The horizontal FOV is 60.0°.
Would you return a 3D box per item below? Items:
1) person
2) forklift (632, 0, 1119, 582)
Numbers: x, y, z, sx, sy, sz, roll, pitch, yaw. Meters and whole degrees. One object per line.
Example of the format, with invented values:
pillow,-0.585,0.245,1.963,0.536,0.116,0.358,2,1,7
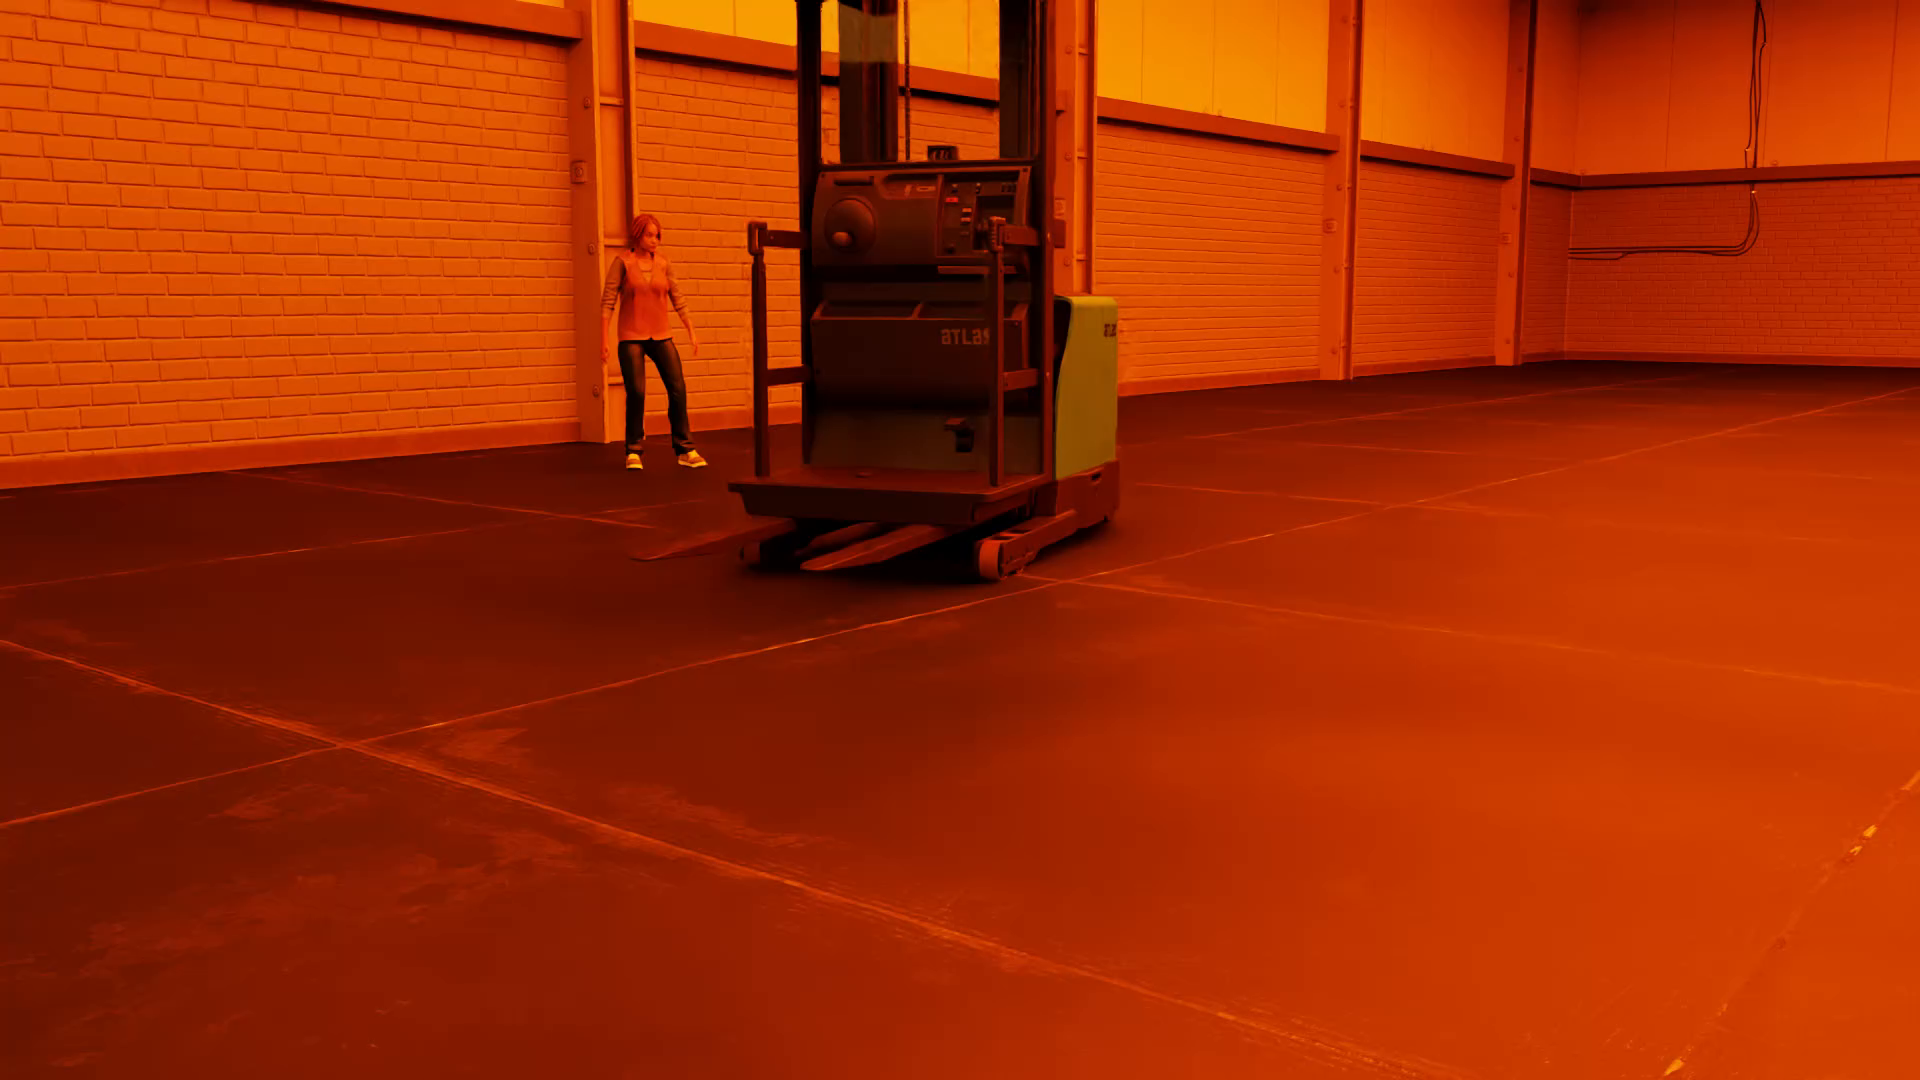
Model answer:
person,-1.940,-1.231,10.392,0.621,1.574,0.367,-5,10,-29
forklift,-0.236,-1.357,6.558,1.130,2.935,3.031,3,9,20
